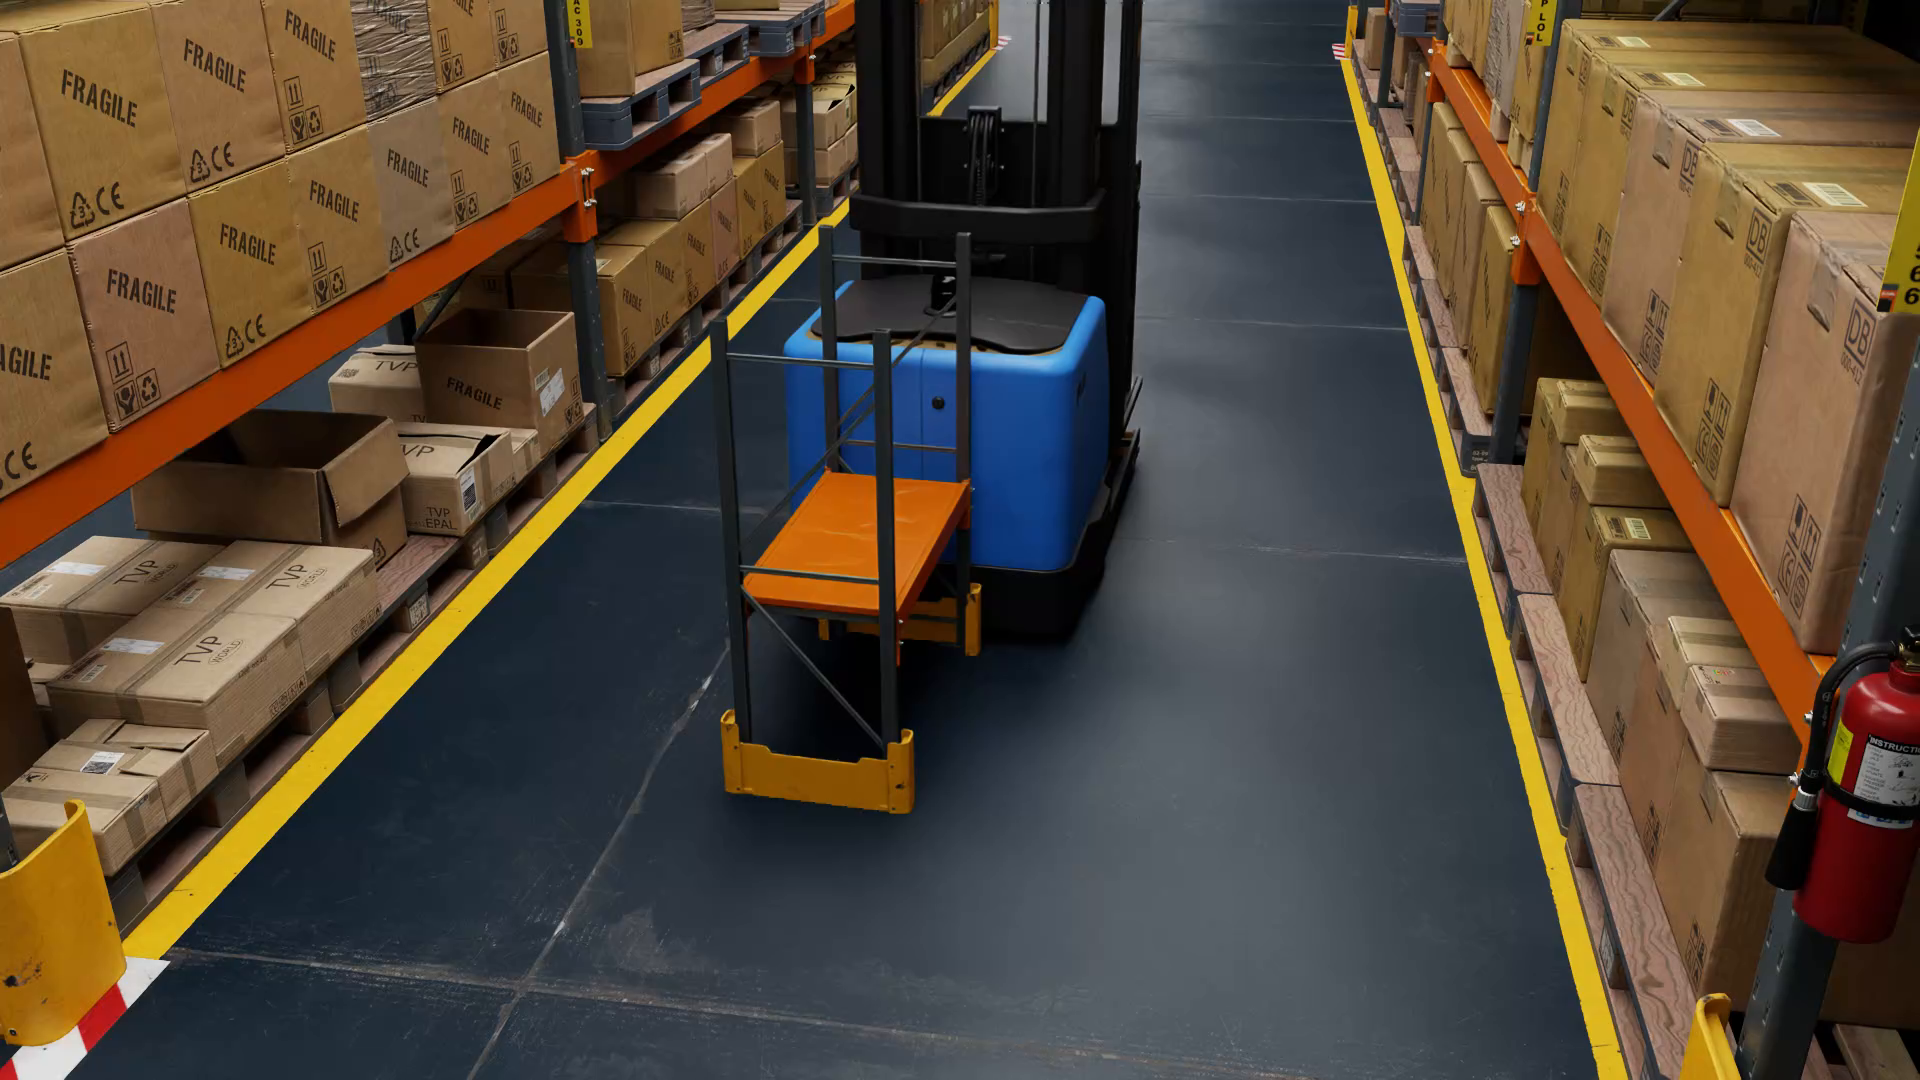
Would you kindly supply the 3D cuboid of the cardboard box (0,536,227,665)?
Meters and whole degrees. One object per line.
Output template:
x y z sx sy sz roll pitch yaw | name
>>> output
-2.755 0.217 5.472 0.500 0.250 0.500 4 25 9 | cardboard box

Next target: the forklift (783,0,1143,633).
0.193 -1.598 6.706 1.130 2.935 3.031 5 26 11 | forklift

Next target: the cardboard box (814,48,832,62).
-1.309 -3.826 13.471 0.500 0.311 0.500 3 25 7 | cardboard box

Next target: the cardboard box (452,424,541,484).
-1.948 -0.351 6.806 0.380 0.149 0.250 4 25 9 | cardboard box

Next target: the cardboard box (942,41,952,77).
-0.363 -4.535 15.647 0.500 0.250 0.500 4 25 9 | cardboard box

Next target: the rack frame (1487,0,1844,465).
2.755 -1.520 6.460 1.000 3.000 0.127 4 25 9 | rack frame

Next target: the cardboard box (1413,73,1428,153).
3.801 -3.194 12.466 0.700 0.500 0.500 4 25 9 | cardboard box

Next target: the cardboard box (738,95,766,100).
-1.636 -2.970 11.643 0.500 0.311 0.500 5 25 10 | cardboard box

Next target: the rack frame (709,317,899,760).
-0.430 0.104 4.758 0.500 1.500 0.032 5 26 11 | rack frame

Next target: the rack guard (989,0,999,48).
-0.167 -5.759 18.463 1.175 0.500 0.348 4 25 9 | rack guard

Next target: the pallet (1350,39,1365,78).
4.536 -4.907 16.985 1.003 0.211 1.213 4 25 9 | pallet

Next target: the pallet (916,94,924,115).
-0.907 -3.634 14.265 1.003 0.211 1.213 4 25 9 | pallet

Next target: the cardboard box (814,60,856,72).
-0.857 -3.581 12.949 0.500 0.311 0.500 4 25 8 | cardboard box

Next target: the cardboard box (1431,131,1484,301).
3.010 -1.746 8.981 0.750 0.750 0.750 4 25 8 | cardboard box

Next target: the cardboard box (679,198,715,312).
-1.648 -1.547 8.946 0.500 0.500 0.500 4 25 9 | cardboard box

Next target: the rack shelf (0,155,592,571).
-2.459 -0.700 5.555 1.077 0.370 4.000 4 25 9 | rack shelf

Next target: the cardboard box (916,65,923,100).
-0.607 -3.959 14.418 0.500 0.250 0.500 4 25 8 | cardboard box

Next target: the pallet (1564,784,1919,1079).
2.155 1.076 4.203 1.003 0.211 1.213 4 25 9 | pallet

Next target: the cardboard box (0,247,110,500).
-2.454 -0.402 3.952 0.500 0.500 0.500 5 25 10 | cardboard box

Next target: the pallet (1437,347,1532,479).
2.807 -0.585 7.752 1.003 0.211 1.213 4 25 9 | pallet

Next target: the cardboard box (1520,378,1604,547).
2.532 -0.273 6.248 0.700 0.500 0.500 4 25 9 | cardboard box

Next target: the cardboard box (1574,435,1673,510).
2.211 -0.218 5.365 0.380 0.149 0.250 3 25 7 | cardboard box

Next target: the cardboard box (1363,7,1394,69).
4.252 -4.781 15.856 0.700 0.500 0.500 2 25 5 | cardboard box

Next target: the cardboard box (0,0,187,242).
-2.376 -1.074 4.208 0.500 0.500 0.500 4 25 9 | cardboard box

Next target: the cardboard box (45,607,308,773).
-2.336 0.440 4.996 0.500 0.250 0.500 4 25 9 | cardboard box

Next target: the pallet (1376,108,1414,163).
3.937 -3.278 13.503 1.003 0.211 1.213 4 25 9 | pallet

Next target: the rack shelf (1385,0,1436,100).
3.736 -3.704 11.974 1.077 0.370 4.000 4 25 9 | rack shelf

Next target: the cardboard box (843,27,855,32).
-0.872 -4.910 15.565 0.500 0.500 0.500 4 25 9 | cardboard box

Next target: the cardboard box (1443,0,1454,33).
3.077 -3.197 9.549 0.500 0.500 0.500 5 26 10 | cardboard box

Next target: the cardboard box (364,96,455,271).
-2.126 -1.250 5.764 0.500 0.500 0.500 5 25 10 | cardboard box

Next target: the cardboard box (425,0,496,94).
-2.041 -1.916 6.008 0.500 0.500 0.500 4 25 8 | cardboard box

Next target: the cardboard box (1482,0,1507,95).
2.746 -2.344 7.726 0.500 0.500 0.500 4 25 9 | cardboard box

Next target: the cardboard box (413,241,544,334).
-2.335 -1.155 8.110 0.500 0.500 0.500 4 25 8 | cardboard box

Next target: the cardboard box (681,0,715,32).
-1.808 -3.130 9.285 0.700 0.500 0.500 9 27 18 | cardboard box

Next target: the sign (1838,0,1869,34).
3.303 -1.911 6.179 0.100 0.325 0.005 4 25 9 | sign

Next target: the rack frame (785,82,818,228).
-1.479 -3.535 10.764 1.000 3.000 0.127 4 25 9 | rack frame

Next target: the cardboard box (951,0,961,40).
-0.277 -5.083 15.934 0.500 0.500 0.500 4 25 9 | cardboard box

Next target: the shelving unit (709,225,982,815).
-0.323 -0.102 5.200 0.587 1.500 1.083 5 26 11 | shelving unit

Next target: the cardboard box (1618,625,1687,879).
2.199 0.585 4.414 0.700 0.500 0.500 4 25 8 | cardboard box

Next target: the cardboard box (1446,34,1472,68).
2.950 -2.757 9.374 0.380 0.149 0.250 5 26 10 | cardboard box

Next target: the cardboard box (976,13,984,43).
-0.037 -5.371 17.434 0.500 0.250 0.500 4 25 9 | cardboard box

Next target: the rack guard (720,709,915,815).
-0.429 0.670 5.024 0.587 0.250 0.087 5 26 11 | rack guard

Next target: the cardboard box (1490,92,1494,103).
2.837 -2.215 8.217 0.380 0.149 0.250 5 26 10 | cardboard box

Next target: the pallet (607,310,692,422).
-2.037 -0.942 8.513 1.003 0.211 1.213 4 25 9 | pallet

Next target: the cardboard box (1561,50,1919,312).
2.526 -1.126 5.263 0.980 0.700 0.700 3 25 7 | cardboard box

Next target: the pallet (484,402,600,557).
-2.246 -0.312 7.168 1.003 0.211 1.213 4 25 9 | pallet

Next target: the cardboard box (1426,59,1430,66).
3.890 -3.780 12.832 0.500 0.250 0.500 3 25 7 | cardboard box

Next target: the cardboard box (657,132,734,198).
-1.568 -2.082 9.205 0.500 0.250 0.500 4 25 8 | cardboard box
